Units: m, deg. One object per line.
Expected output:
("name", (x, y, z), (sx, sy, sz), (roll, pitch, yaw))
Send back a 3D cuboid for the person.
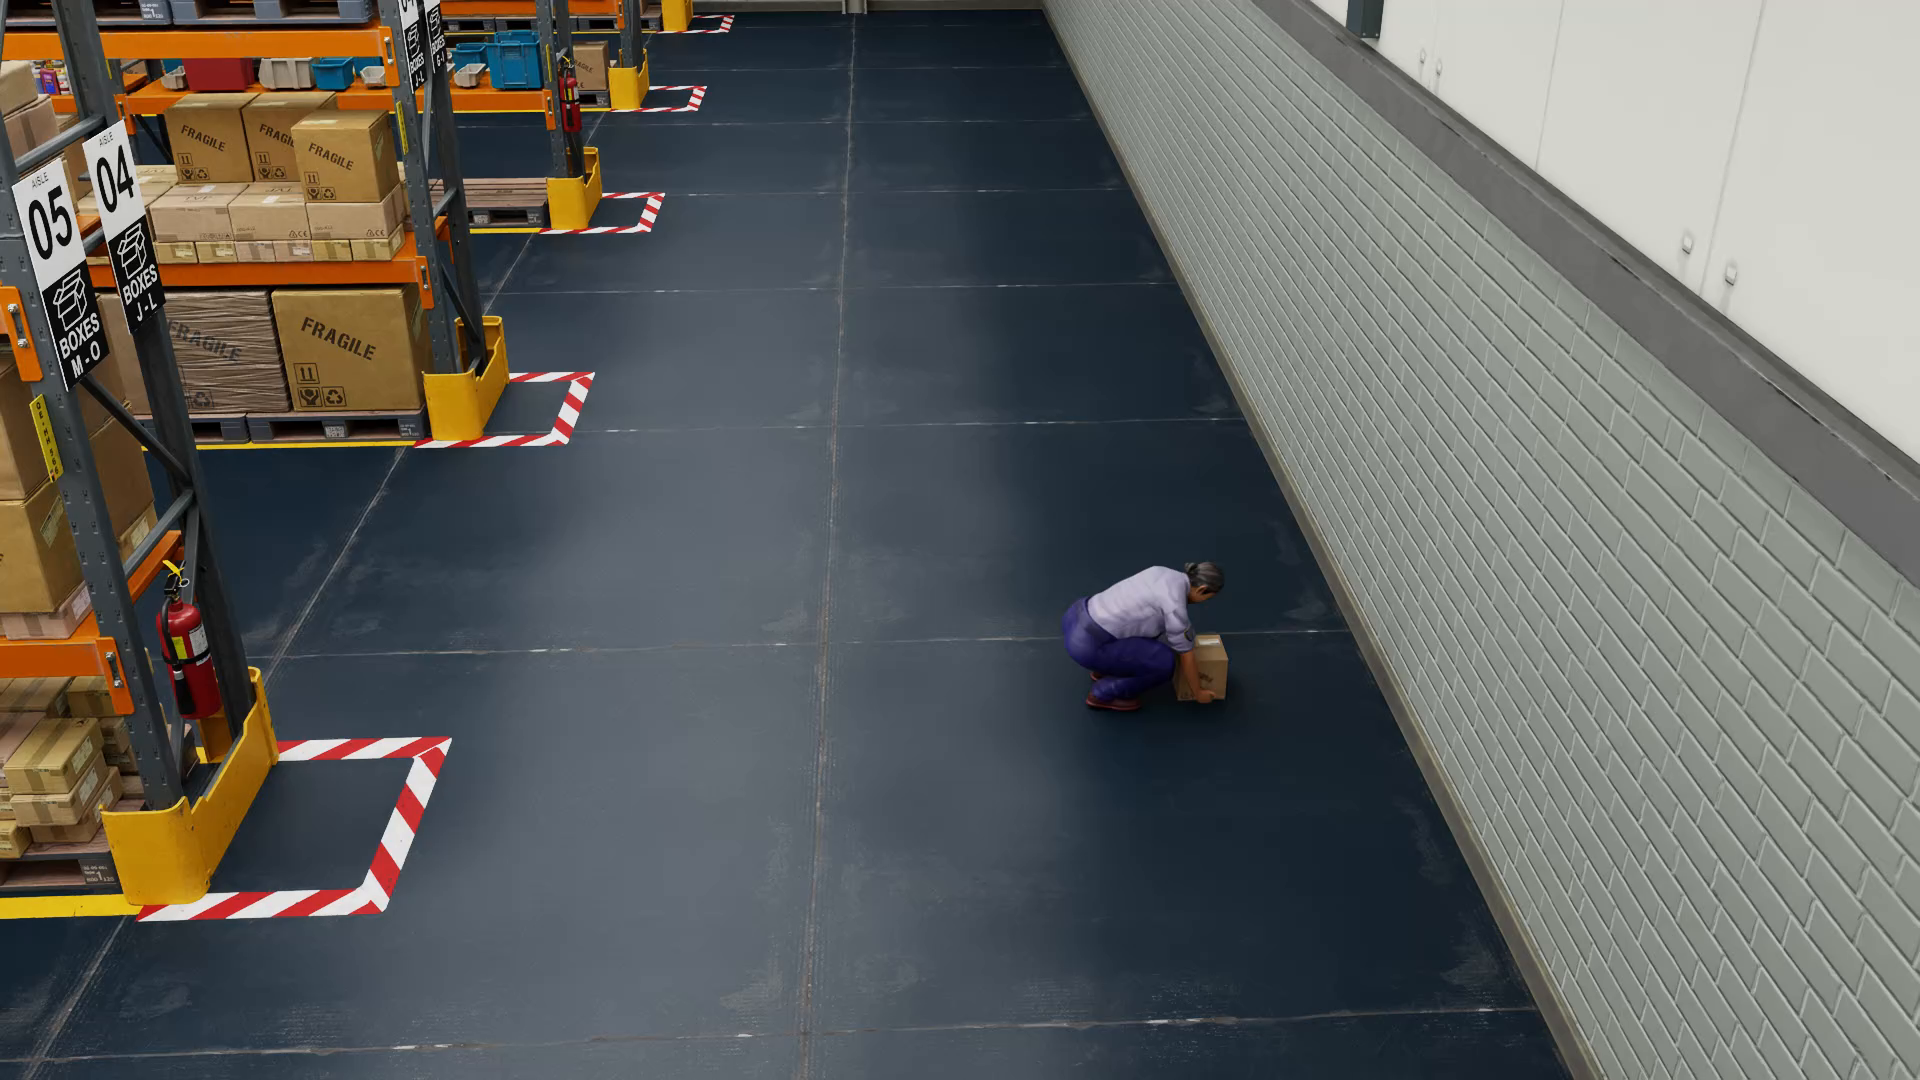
("person", (0.956, 0.510, 8.721), (0.848, 0.816, 0.513), (-2, 28, -3))
